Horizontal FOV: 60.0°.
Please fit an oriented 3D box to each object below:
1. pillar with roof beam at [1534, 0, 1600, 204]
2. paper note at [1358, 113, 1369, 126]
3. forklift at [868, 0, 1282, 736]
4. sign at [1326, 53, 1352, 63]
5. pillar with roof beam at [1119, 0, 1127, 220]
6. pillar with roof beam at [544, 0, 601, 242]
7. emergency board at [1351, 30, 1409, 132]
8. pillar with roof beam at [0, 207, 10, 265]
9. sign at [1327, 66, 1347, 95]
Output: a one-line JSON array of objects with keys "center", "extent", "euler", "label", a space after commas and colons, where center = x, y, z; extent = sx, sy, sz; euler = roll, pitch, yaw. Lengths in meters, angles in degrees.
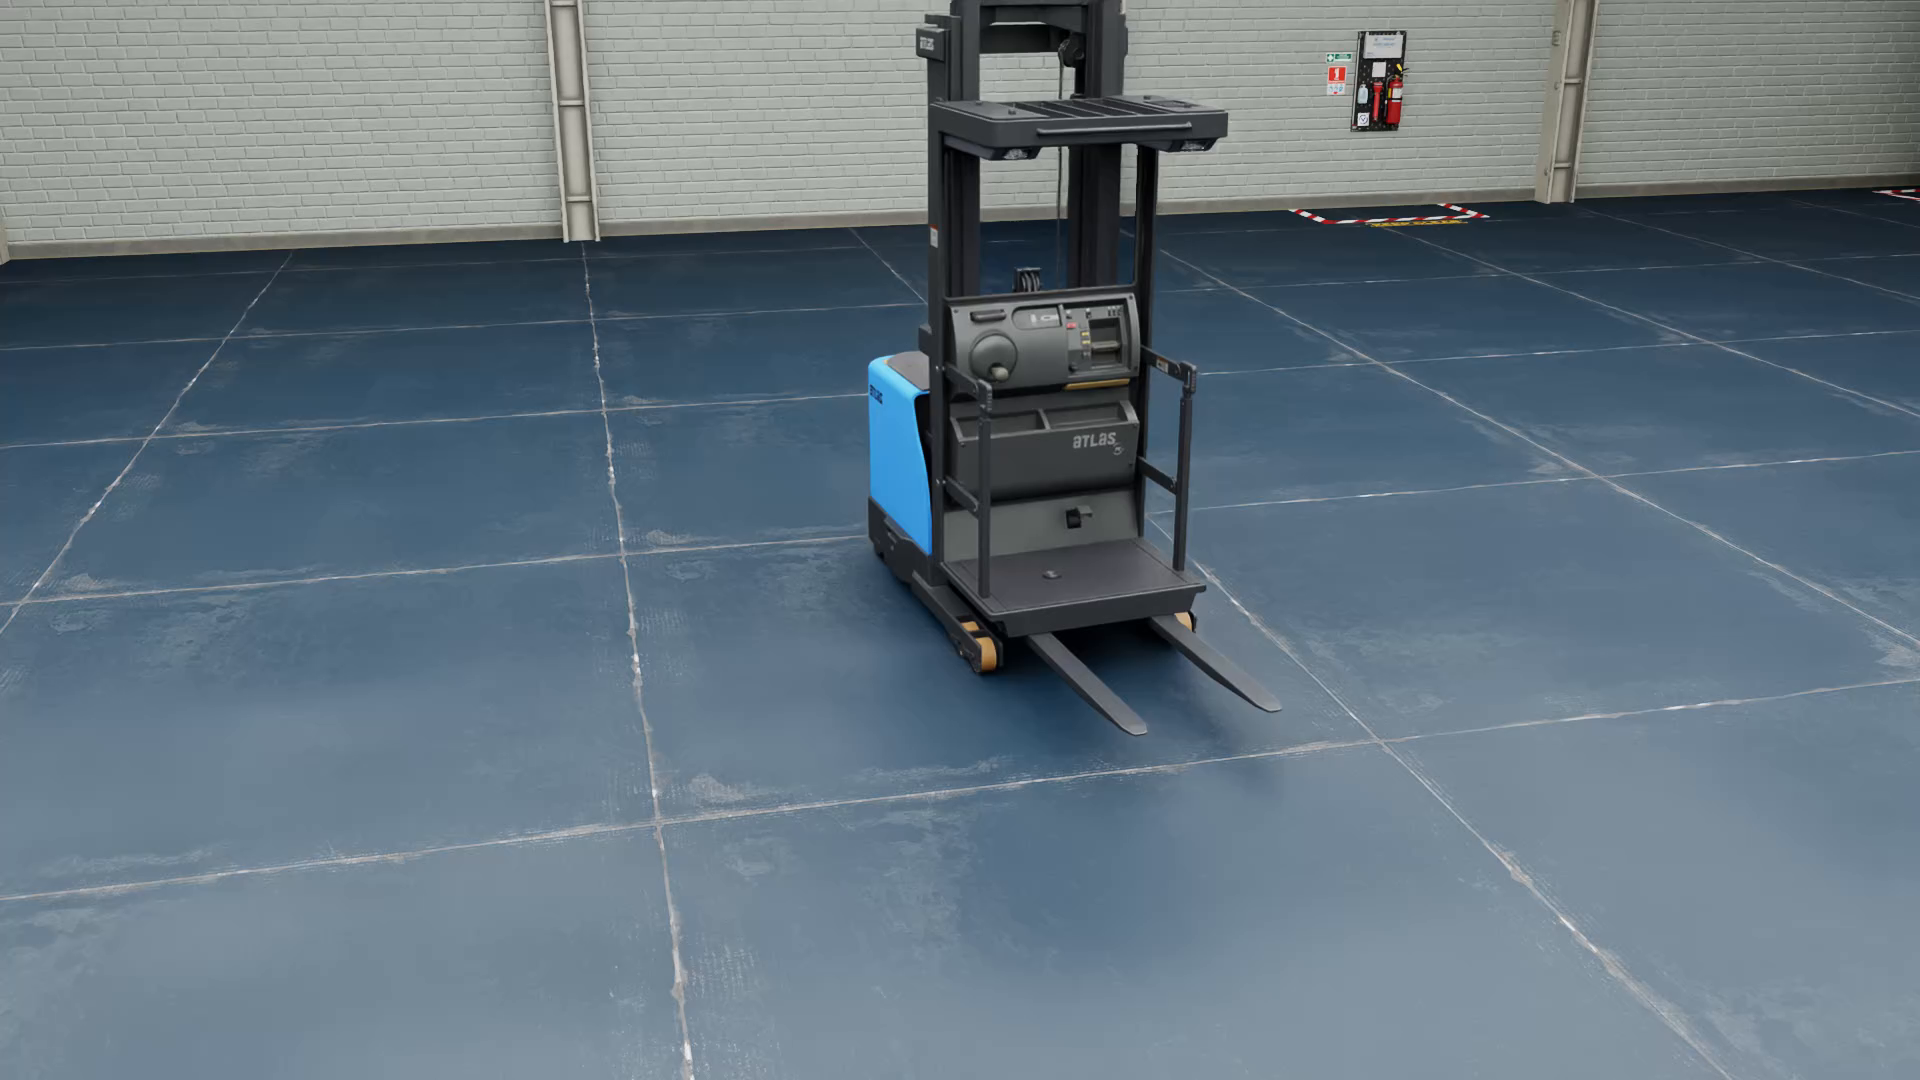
[{"center": [8.483, -7.062, 15.511], "extent": [0.400, 9.000, 9.100], "euler": [-5, 21, -12], "label": "pillar with roof beam"}, {"center": [4.891, -5.099, 20.154], "extent": [0.142, 0.148, 0.016], "euler": [-5, 21, -12], "label": "paper note"}, {"center": [0.481, -0.925, 7.579], "extent": [1.130, 2.935, 3.031], "euler": [-7, 21, -19], "label": "forklift"}, {"center": [4.523, -5.757, 19.848], "extent": [0.331, 0.109, 0.001], "euler": [-5, 21, -12], "label": "sign"}, {"center": [2.644, -6.587, 14.215], "extent": [0.400, 9.000, 9.100], "euler": [-5, 21, -12], "label": "pillar with roof beam"}, {"center": [-3.195, -6.113, 12.918], "extent": [0.400, 9.000, 9.100], "euler": [-5, 21, -12], "label": "pillar with roof beam"}, {"center": [5.079, -5.504, 19.978], "extent": [0.643, 1.169, 0.194], "euler": [-5, 21, -12], "label": "emergency board"}, {"center": [-9.034, -5.638, 11.622], "extent": [0.400, 9.000, 9.100], "euler": [-5, 21, -12], "label": "pillar with roof beam"}, {"center": [4.517, -5.511, 19.947], "extent": [0.234, 0.329, 0.001], "euler": [-5, 21, -12], "label": "sign"}]
